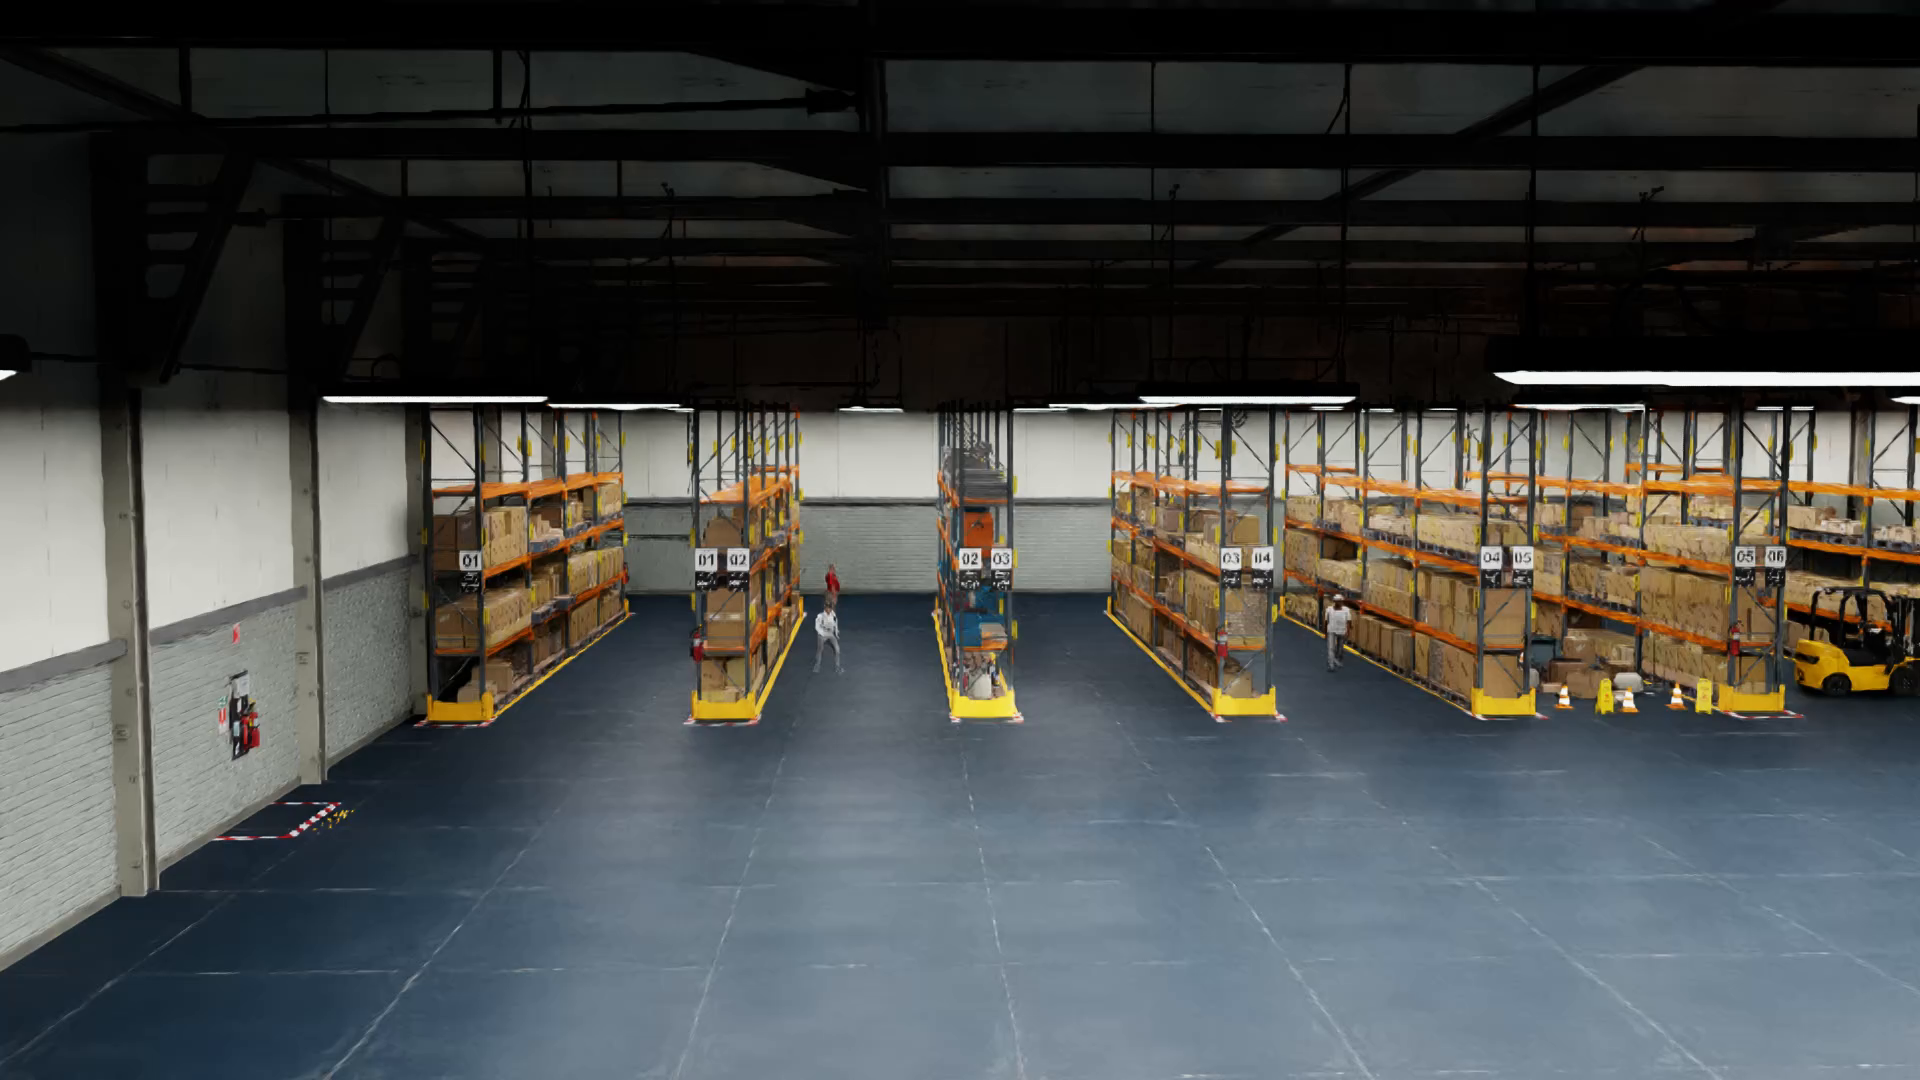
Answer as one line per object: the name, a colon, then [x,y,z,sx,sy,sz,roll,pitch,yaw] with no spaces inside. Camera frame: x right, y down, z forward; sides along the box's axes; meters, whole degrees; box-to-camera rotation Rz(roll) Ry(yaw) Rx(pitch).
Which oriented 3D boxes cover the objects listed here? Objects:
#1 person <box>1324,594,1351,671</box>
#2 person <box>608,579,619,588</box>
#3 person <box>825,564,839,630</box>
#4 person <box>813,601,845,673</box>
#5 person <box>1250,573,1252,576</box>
person: [8.426,2.045,37.086,0.571,1.706,1.042,1,4,7]
person: [-10.137,1.261,48.195,0.428,1.590,0.574,2,5,21]
person: [-3.381,1.502,44.060,0.380,1.740,0.619,-1,4,-14]
person: [-2.912,2.117,36.777,0.590,1.607,0.797,-1,5,-19]
person: [9.210,1.000,51.192,0.558,1.683,0.925,1,4,14]
